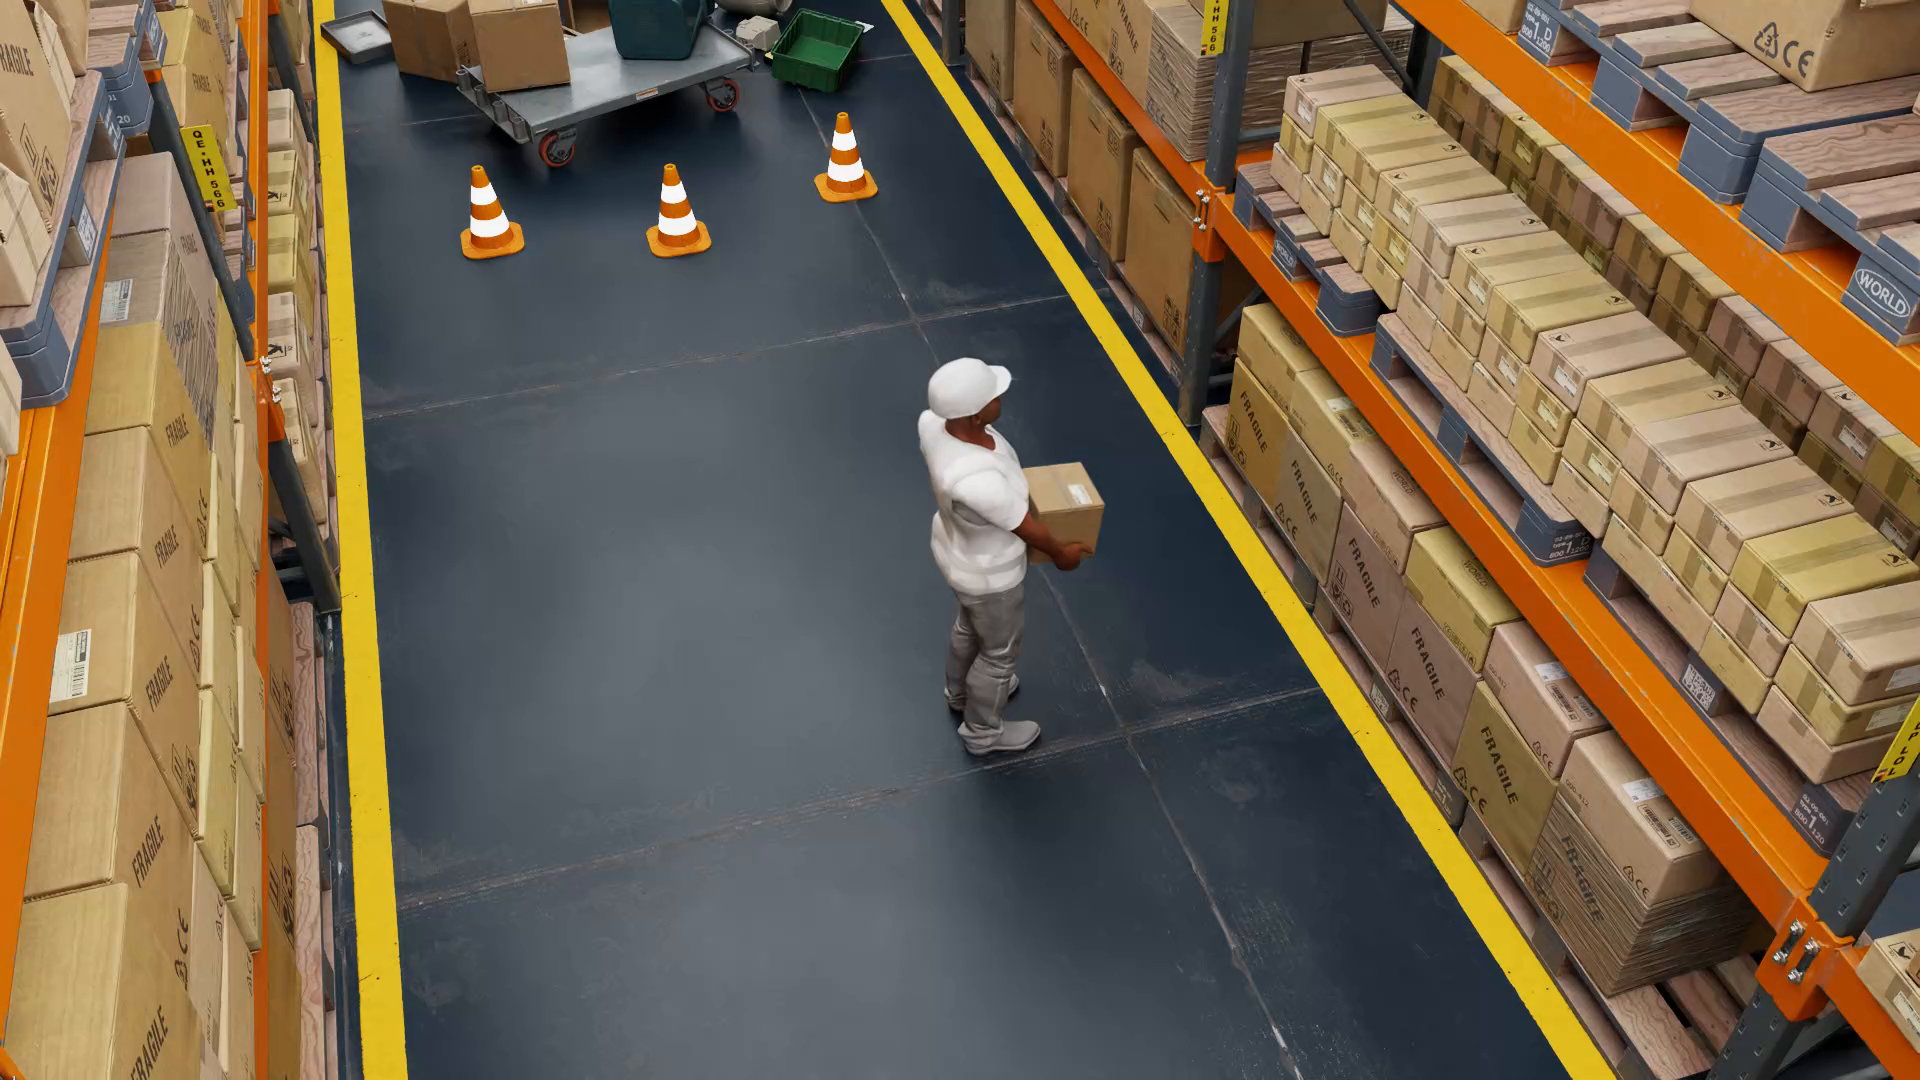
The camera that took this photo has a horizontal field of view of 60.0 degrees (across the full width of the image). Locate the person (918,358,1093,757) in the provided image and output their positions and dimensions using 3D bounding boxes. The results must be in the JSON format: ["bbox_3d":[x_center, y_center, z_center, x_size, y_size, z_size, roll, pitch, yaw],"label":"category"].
[{"bbox_3d":[0.163,0.044,6.097,0.577,1.762,0.502,-12,43,-13],"label":"person"}]
